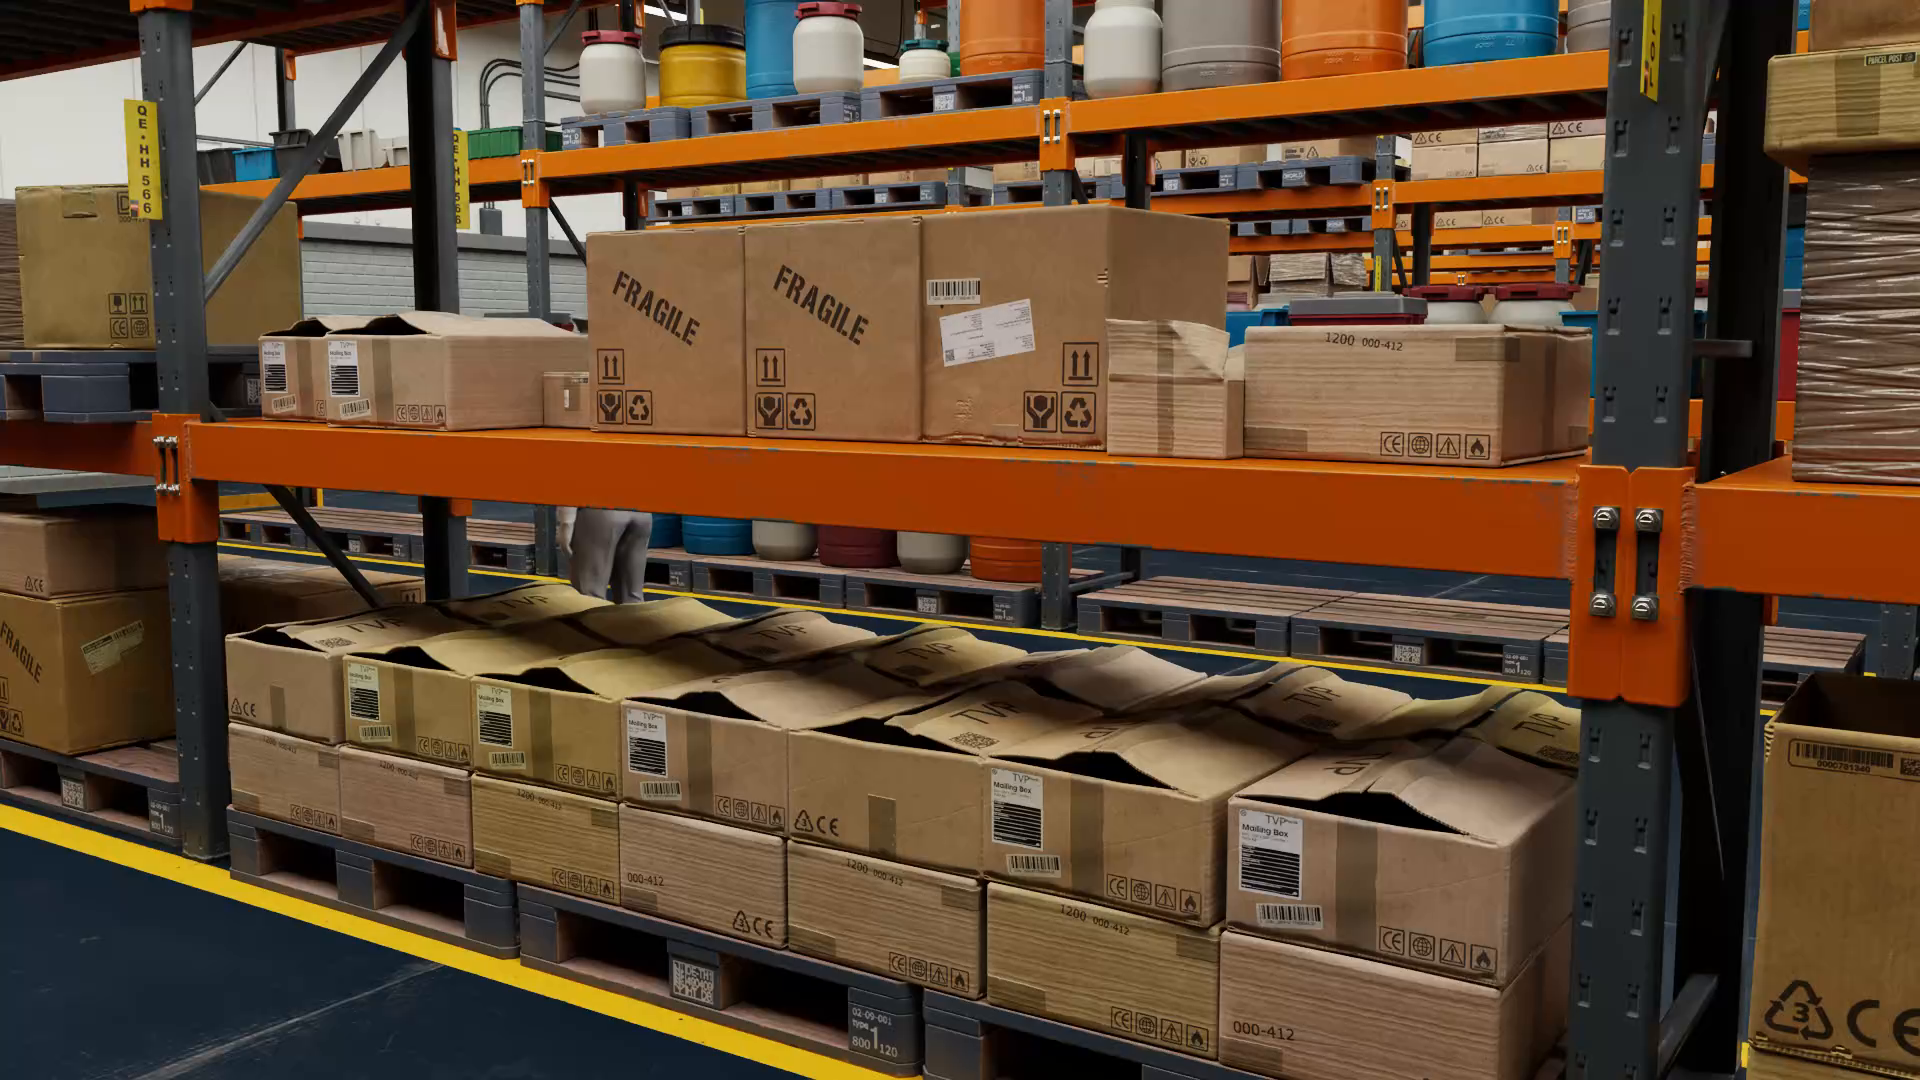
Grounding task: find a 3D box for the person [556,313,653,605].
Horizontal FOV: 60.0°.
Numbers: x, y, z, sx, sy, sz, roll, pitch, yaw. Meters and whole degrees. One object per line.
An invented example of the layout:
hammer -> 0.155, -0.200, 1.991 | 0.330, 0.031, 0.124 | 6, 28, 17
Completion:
person -> -1.436, -0.077, 6.716 | 0.329, 1.669, 0.468 | 4, 8, 35
